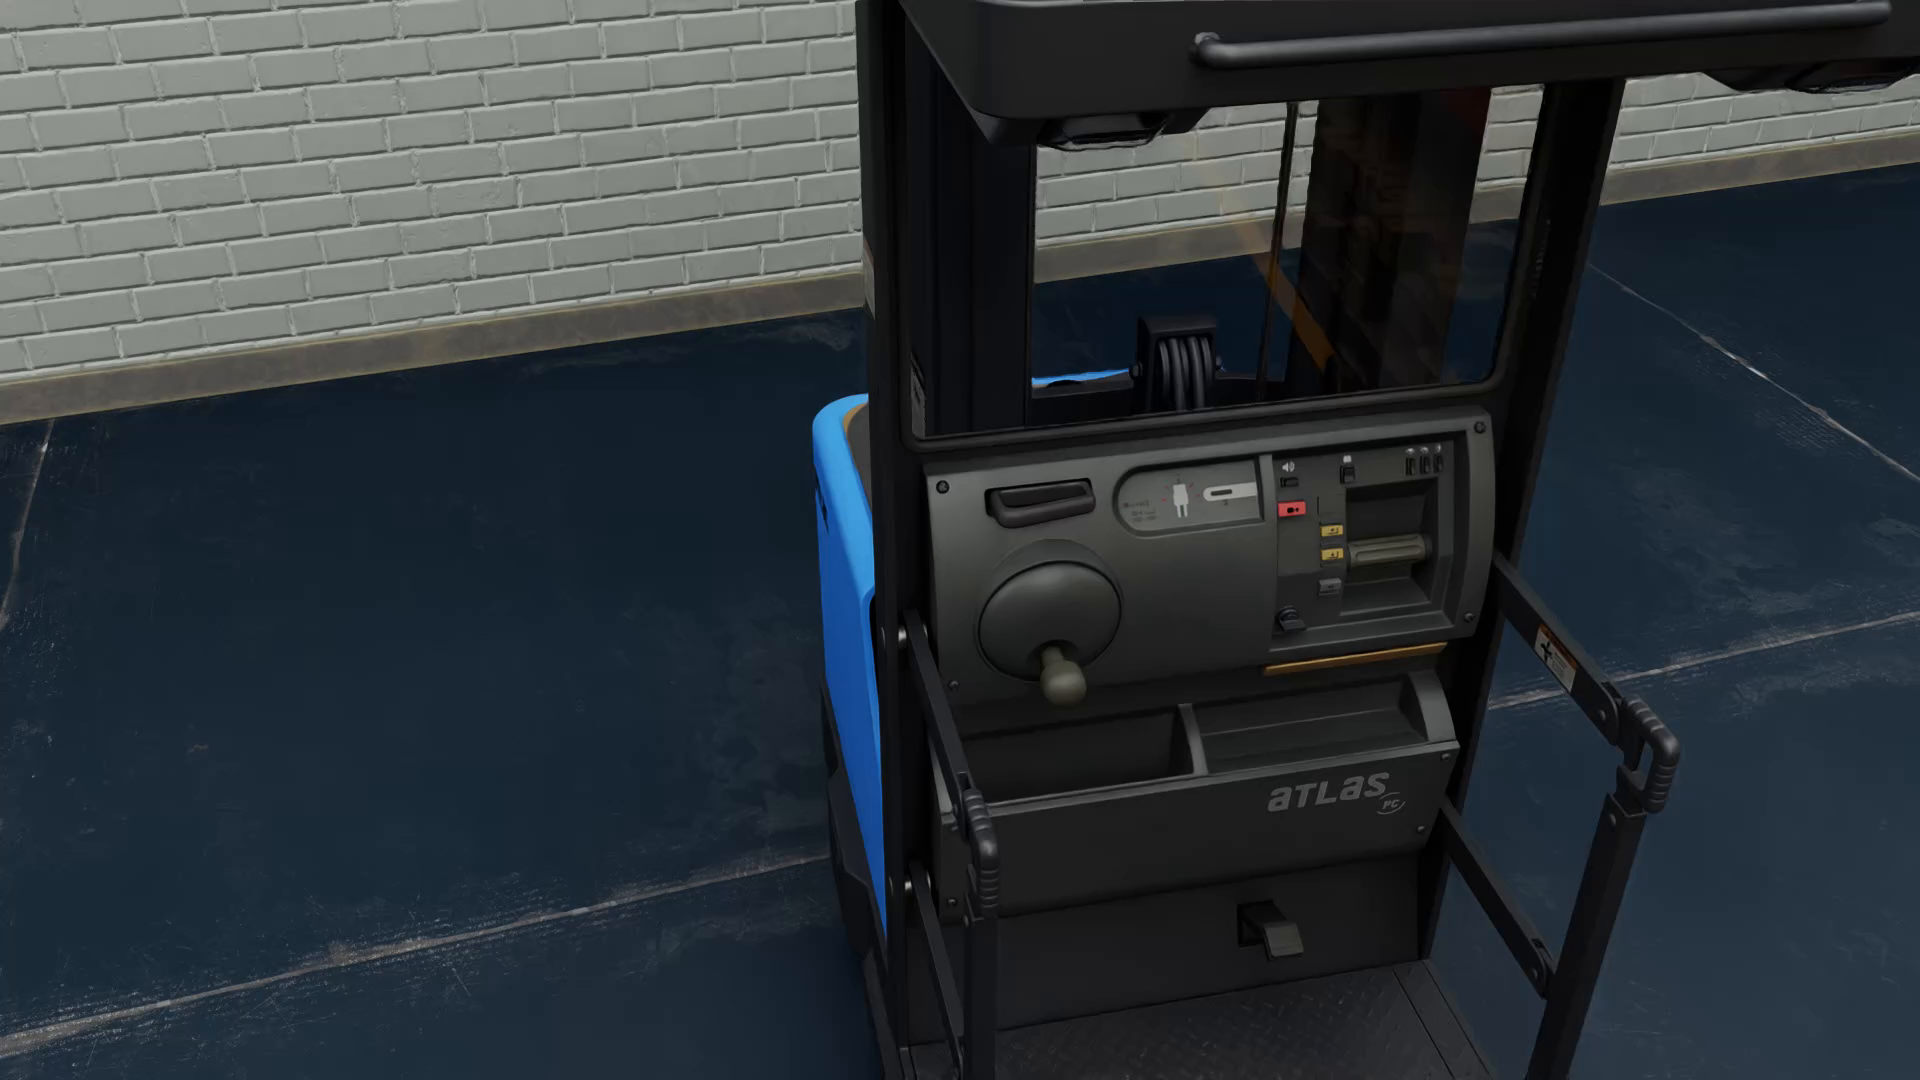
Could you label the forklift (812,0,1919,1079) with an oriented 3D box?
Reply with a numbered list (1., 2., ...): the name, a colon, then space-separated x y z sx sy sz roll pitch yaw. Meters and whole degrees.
1. forklift: 0.456 0.085 2.463 1.130 2.935 3.031 -7 34 -10
